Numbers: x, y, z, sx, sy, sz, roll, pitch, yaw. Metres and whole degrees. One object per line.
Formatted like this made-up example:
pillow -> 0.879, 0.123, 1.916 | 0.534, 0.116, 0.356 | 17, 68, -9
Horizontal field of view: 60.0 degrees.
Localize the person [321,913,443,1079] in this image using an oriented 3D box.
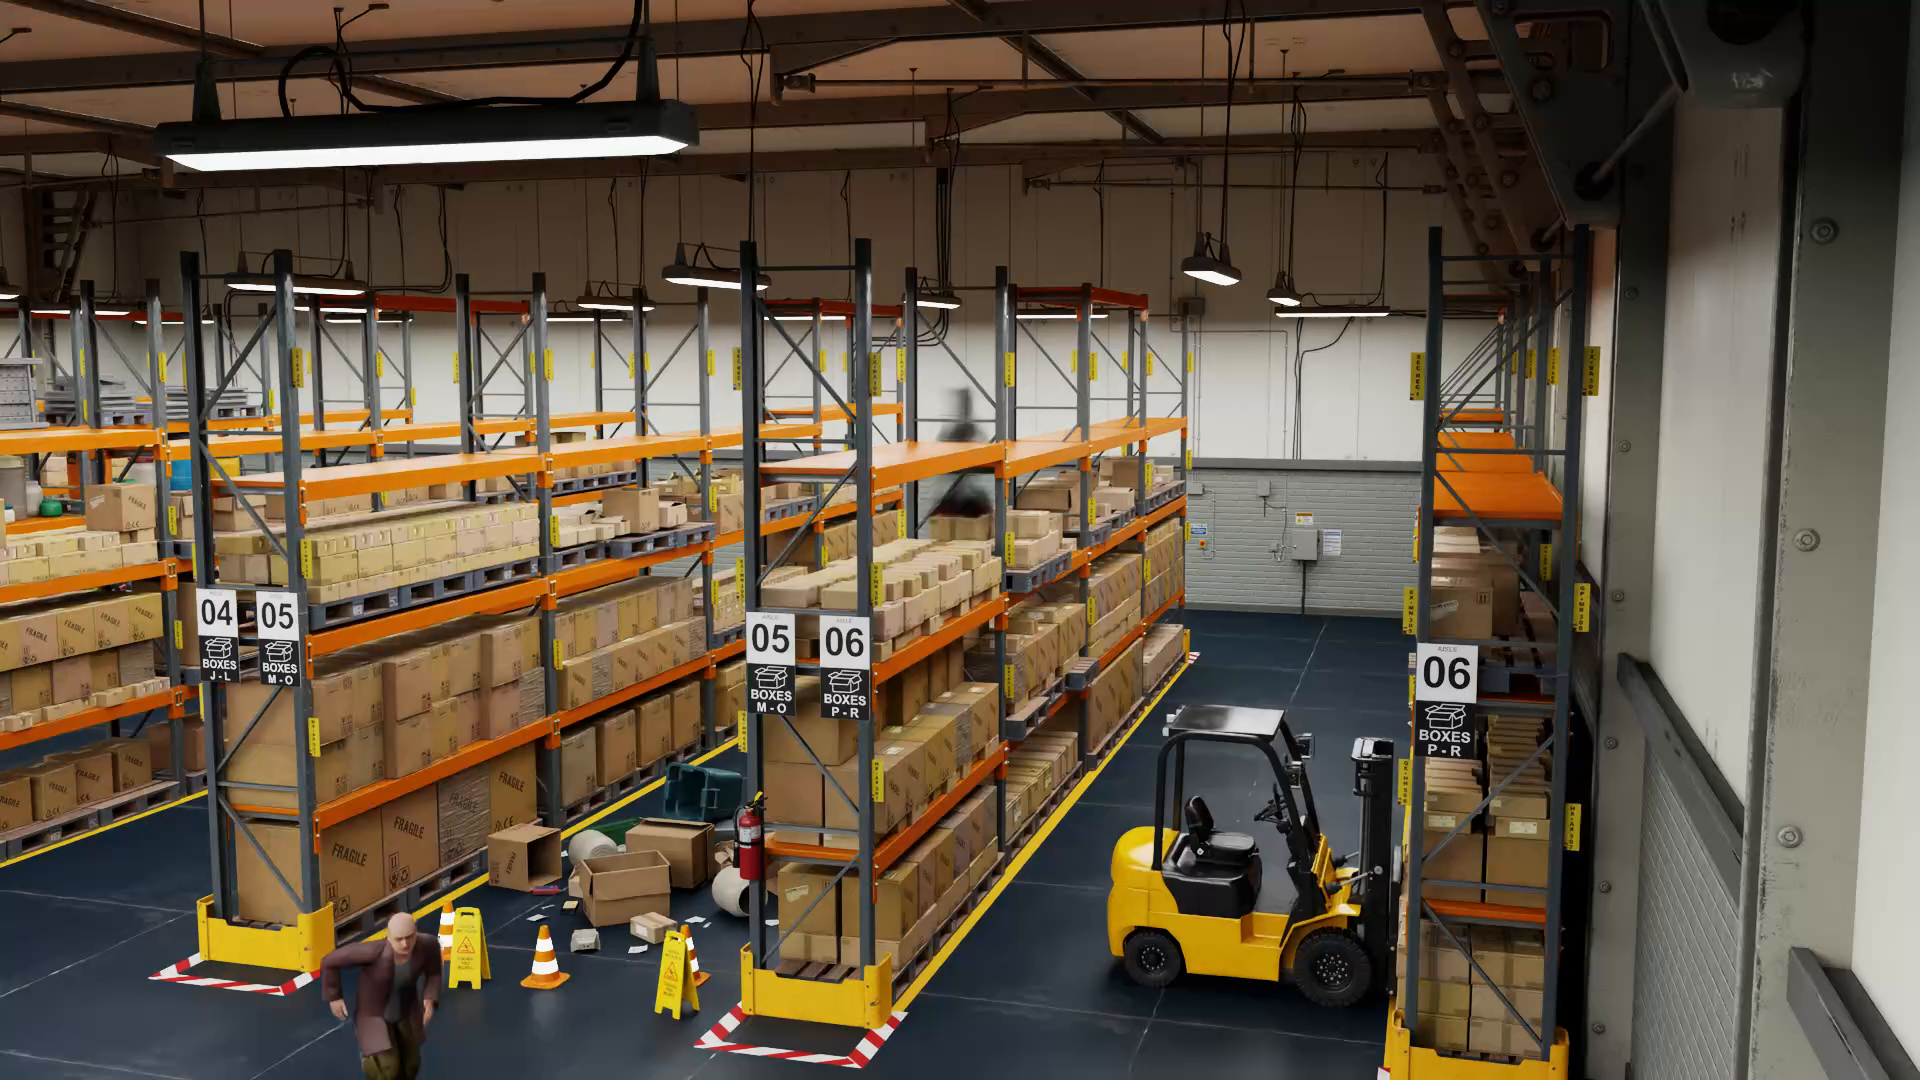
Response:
person -> -3.769, 3.170, 10.907 | 0.735, 1.591, 0.874 | -5, 8, -38
